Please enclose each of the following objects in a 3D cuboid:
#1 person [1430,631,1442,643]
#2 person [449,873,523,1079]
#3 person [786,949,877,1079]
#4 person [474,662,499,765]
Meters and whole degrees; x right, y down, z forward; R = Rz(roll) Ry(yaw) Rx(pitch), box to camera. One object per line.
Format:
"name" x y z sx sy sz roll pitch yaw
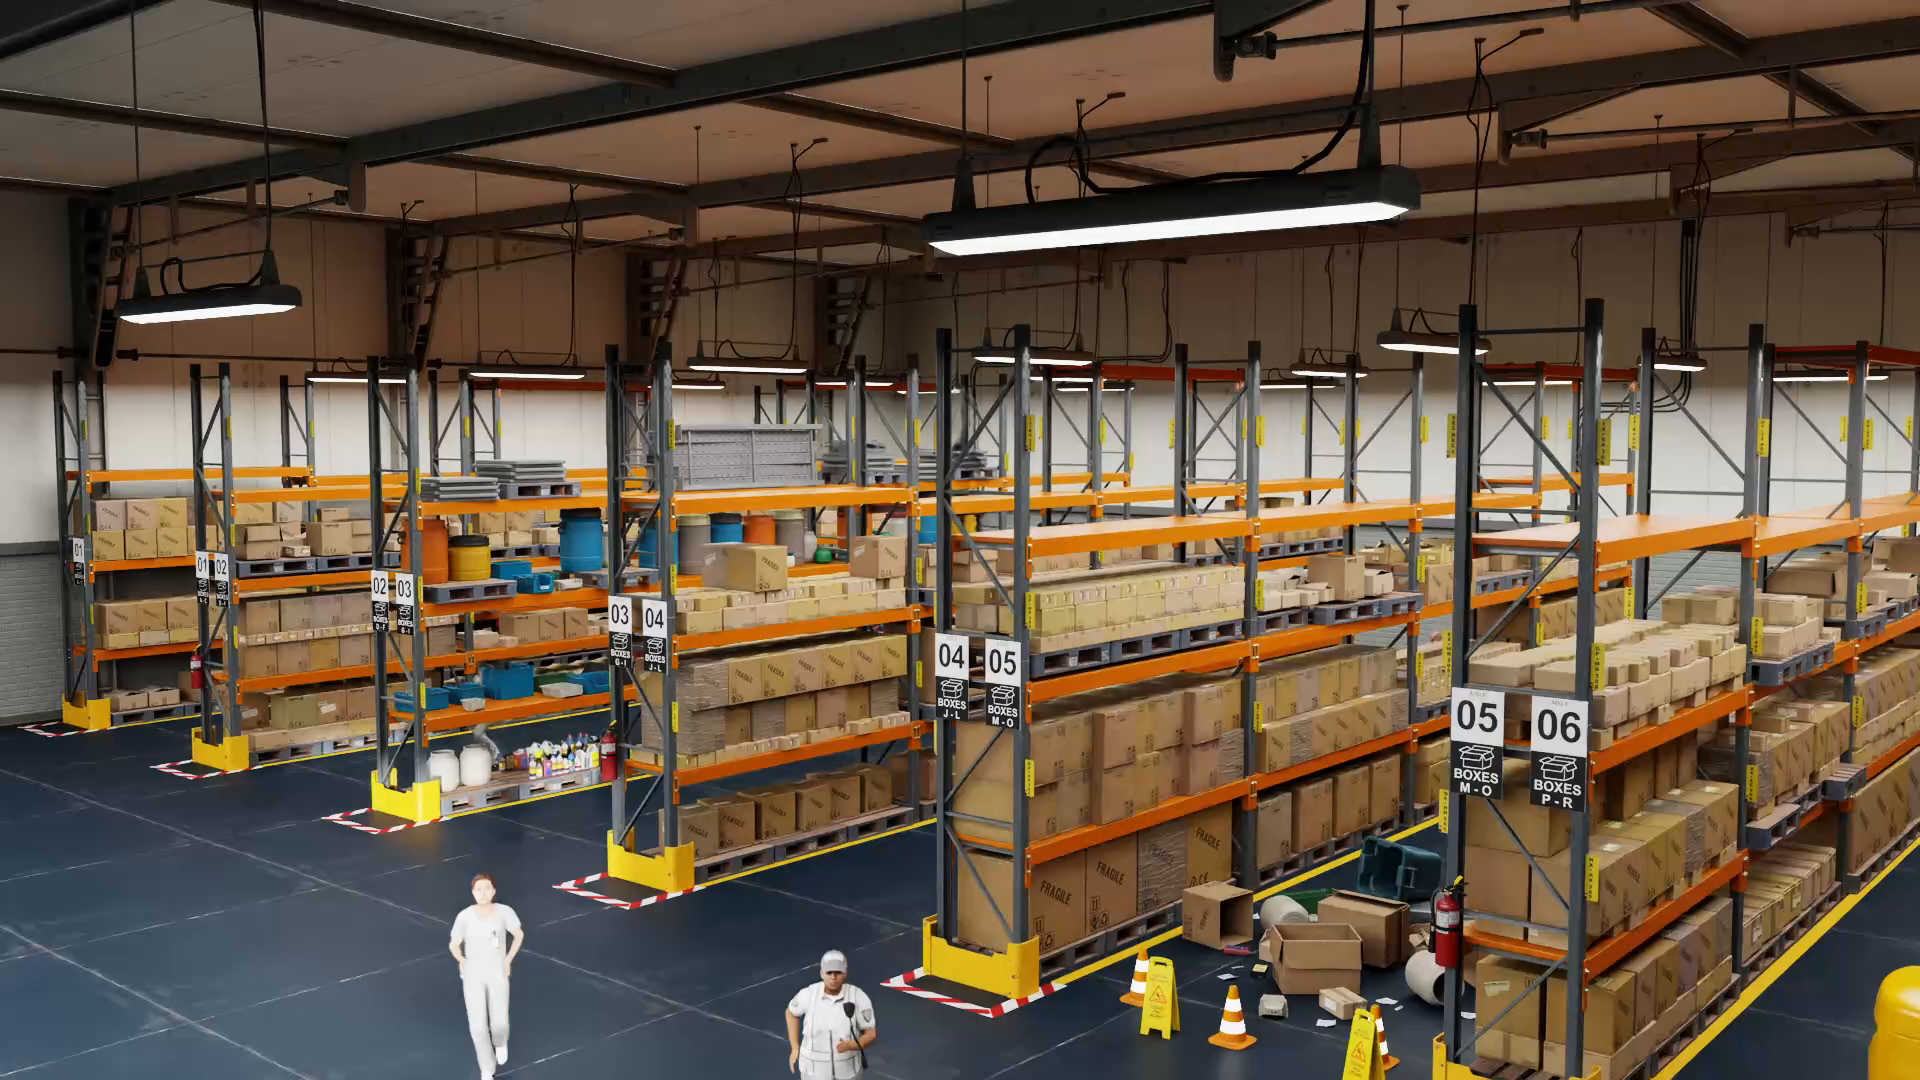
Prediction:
"person" 7.666 2.350 26.666 0.719 1.800 1.060 3 5 40
"person" -3.702 3.412 12.990 0.560 1.621 0.578 -1 4 -11
"person" -0.843 3.556 10.963 0.577 1.722 0.744 -1 4 -10
"person" -7.089 2.594 24.646 0.522 1.559 0.555 3 5 35
